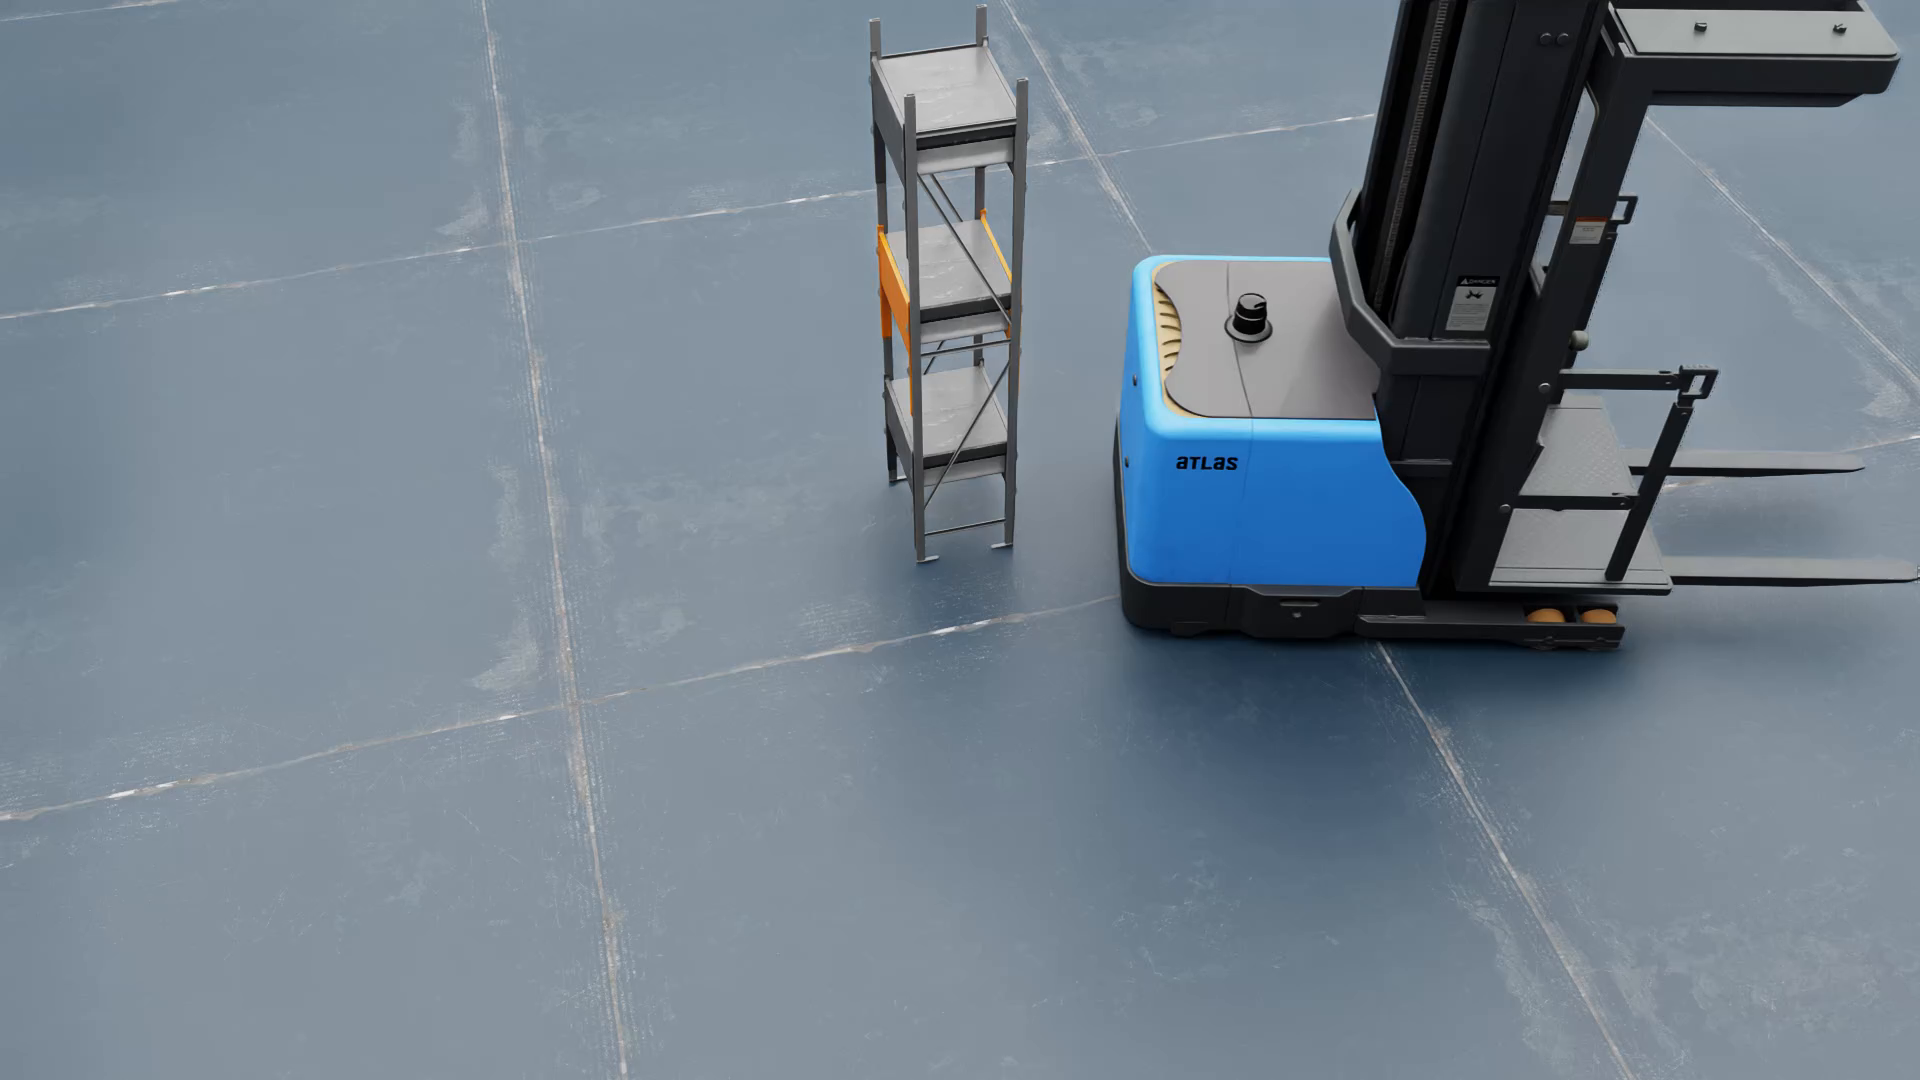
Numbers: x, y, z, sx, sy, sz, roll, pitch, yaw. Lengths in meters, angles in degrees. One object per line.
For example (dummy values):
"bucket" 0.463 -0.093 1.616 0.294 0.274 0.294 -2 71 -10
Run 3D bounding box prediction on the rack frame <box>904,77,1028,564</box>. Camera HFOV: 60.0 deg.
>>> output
"rack frame" 0.020 -0.681 5.947 0.400 2.100 0.015 -11 47 -10

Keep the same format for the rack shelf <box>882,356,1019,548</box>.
"rack shelf" -0.042 -0.350 6.622 0.431 0.518 0.480 -11 47 -10

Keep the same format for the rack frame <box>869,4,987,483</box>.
"rack frame" -0.105 -1.018 6.277 0.400 2.100 0.015 -11 47 -10

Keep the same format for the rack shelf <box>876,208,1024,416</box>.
"rack shelf" -0.042 -0.840 6.122 0.431 0.518 0.480 -11 47 -10

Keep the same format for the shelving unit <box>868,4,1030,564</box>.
"shelving unit" -0.042 -0.849 6.112 0.431 2.100 0.503 -11 47 -10

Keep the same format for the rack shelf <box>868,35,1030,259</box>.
"rack shelf" -0.042 -1.330 5.622 0.431 0.518 0.480 -11 47 -10

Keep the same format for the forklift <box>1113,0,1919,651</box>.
"forklift" 2.147 -0.992 5.670 3.031 2.935 1.130 1 46 1
